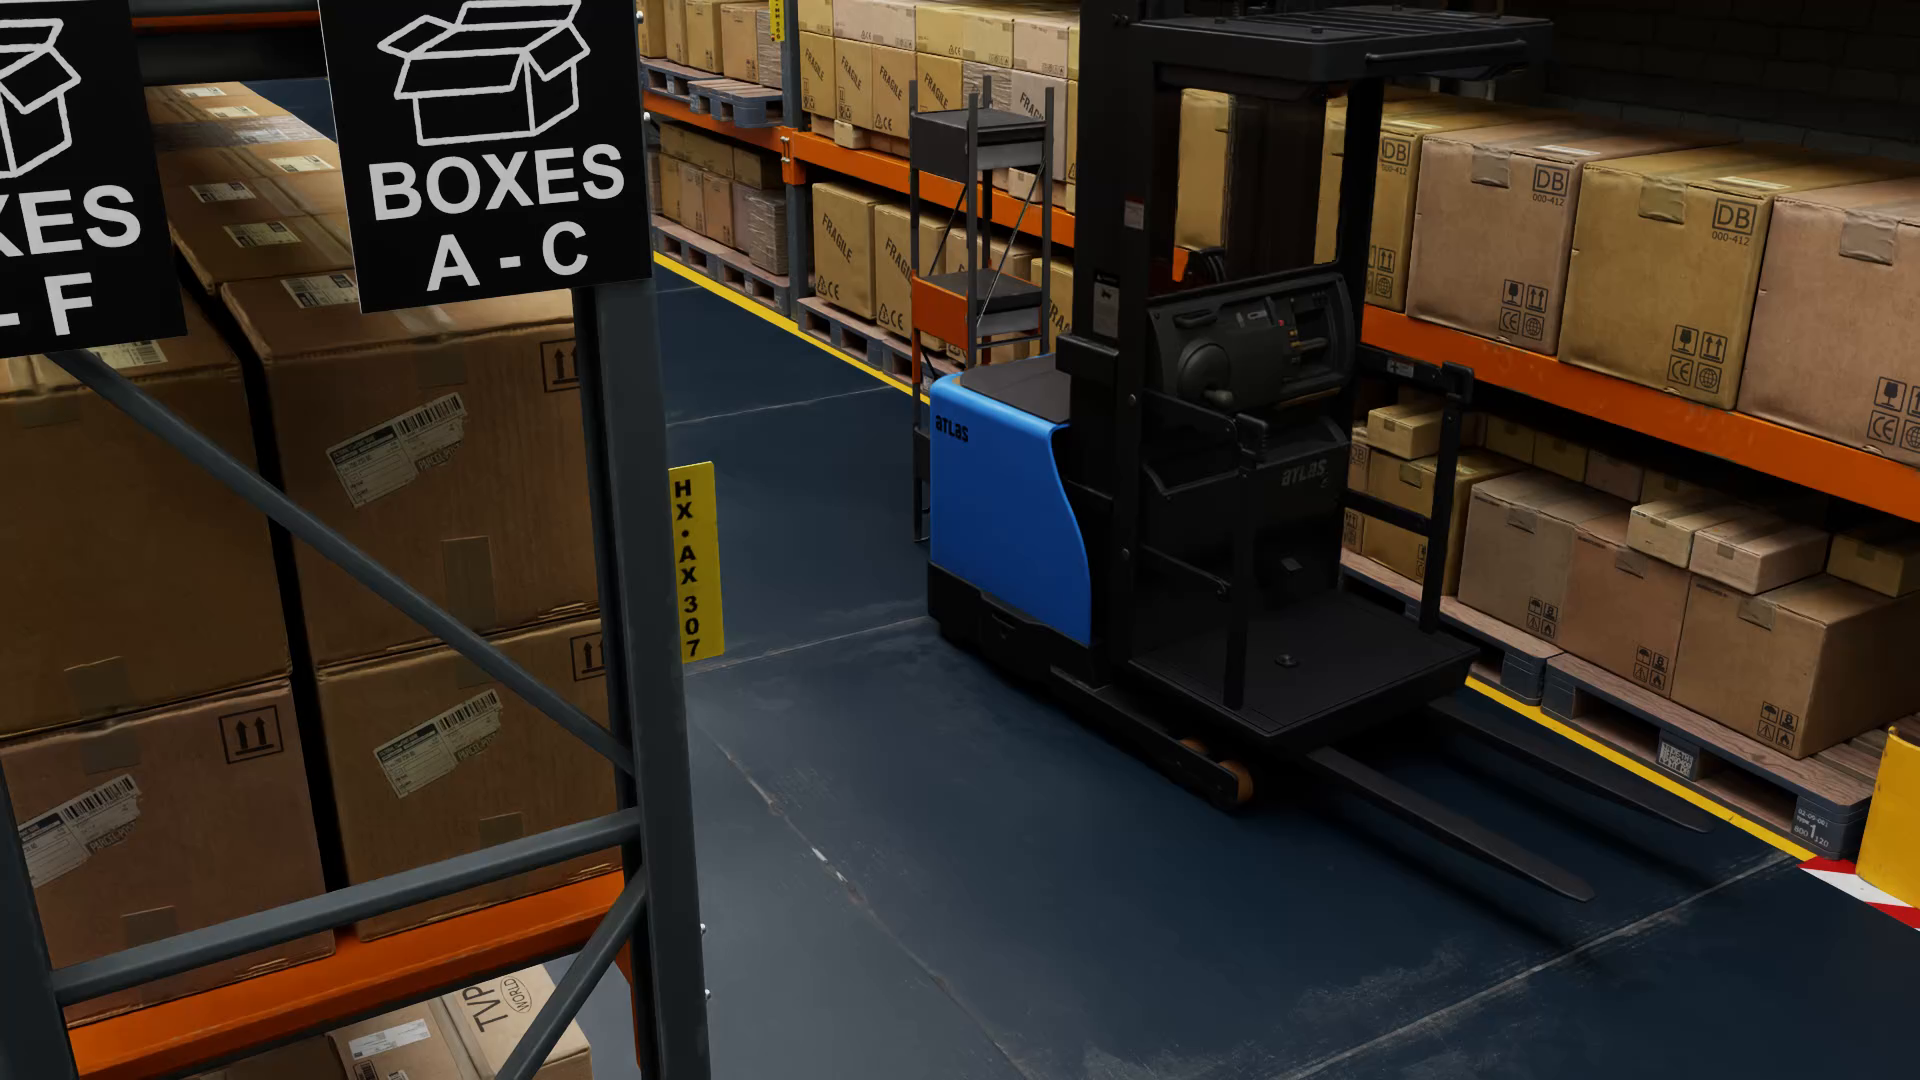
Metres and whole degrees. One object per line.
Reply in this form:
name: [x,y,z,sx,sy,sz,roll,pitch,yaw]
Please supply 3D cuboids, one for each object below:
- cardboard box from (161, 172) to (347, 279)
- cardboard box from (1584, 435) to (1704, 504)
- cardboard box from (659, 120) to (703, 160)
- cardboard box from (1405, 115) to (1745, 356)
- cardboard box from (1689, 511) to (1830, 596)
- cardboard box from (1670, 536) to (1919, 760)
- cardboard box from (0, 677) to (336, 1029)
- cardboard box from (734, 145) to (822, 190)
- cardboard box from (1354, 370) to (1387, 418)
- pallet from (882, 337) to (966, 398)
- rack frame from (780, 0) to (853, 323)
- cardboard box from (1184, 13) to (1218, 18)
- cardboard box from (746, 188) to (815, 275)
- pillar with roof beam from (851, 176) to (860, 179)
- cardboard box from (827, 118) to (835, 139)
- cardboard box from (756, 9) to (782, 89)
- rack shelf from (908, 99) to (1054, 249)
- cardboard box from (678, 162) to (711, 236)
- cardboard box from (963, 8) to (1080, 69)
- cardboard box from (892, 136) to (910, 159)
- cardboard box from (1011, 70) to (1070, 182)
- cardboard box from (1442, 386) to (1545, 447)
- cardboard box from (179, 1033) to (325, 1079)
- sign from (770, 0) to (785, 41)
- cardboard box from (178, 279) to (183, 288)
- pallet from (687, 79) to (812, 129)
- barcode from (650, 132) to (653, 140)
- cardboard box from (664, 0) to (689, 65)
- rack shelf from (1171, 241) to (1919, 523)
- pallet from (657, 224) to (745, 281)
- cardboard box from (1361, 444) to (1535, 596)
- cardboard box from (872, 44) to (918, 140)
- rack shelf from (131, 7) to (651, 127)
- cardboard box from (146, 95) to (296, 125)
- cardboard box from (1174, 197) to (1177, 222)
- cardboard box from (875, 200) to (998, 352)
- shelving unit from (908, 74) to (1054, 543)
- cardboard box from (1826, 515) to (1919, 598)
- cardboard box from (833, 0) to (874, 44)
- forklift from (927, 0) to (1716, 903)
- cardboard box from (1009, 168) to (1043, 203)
cardboard box: [-1.412,-0.489,3.570,0.500,0.500,0.500,-12,25,-28]
cardboard box: [2.644,-0.278,6.412,0.380,0.149,0.250,-12,25,-27]
cardboard box: [-2.142,-3.309,13.709,0.500,0.250,0.500,-13,26,-29]
cardboard box: [2.338,-1.193,6.364,0.980,0.700,0.700,-14,26,-31]
cardboard box: [2.704,0.041,5.628,0.380,0.149,0.250,-13,25,-29]
cardboard box: [2.926,0.348,5.735,0.700,0.500,0.500,-13,25,-28]
cardboard box: [-1.350,0.407,2.695,0.500,0.500,0.500,-12,25,-27]
cardboard box: [-1.367,-2.811,12.483,0.500,0.250,0.500,-12,25,-27]
cardboard box: [1.638,-0.633,7.285,0.380,0.149,0.250,-12,25,-26]
pallet: [0.240,-1.042,10.095,1.003,0.211,1.213,-13,25,-28]
rack frame: [-0.717,-2.998,11.204,1.000,3.000,0.127,-13,25,-28]
cardboard box: [1.042,-2.611,8.702,0.500,0.250,0.500,-12,25,-28]
cardboard box: [-1.130,-2.267,12.141,0.700,0.500,0.500,-12,25,-27]
pillar with roof beam: [-4.338,-5.537,9.482,9.100,9.000,0.400,-13,25,-28]
cardboard box: [-0.627,-2.657,10.671,0.380,0.149,0.250,-12,25,-28]
cardboard box: [-0.966,-3.399,11.472,0.700,0.500,0.500,-16,27,-34]
rack shelf: [0.085,-1.555,7.026,0.431,0.518,0.480,-13,25,-28]
cardboard box: [-1.837,-2.773,13.386,0.700,0.500,0.500,-12,25,-28]
cardboard box: [0.354,-2.679,8.868,0.500,0.250,0.500,-12,25,-27]
cardboard box: [-0.189,-2.414,10.075,0.380,0.149,0.250,-12,25,-27]
cardboard box: [0.605,-2.161,8.590,0.500,0.500,0.500,-12,25,-28]
cardboard box: [2.251,-0.526,7.023,0.380,0.149,0.250,-12,25,-28]
cardboard box: [-1.836,1.174,4.008,0.500,0.250,0.500,-13,25,-28]
sign: [-1.179,-3.390,10.737,0.100,0.325,0.005,-13,25,-28]
cardboard box: [-1.610,-0.219,2.905,0.500,0.500,0.500,-12,25,-27]
pallet: [-1.173,-3.120,11.757,1.213,0.211,1.003,-13,25,-28]
barcode: [-2.830,-3.708,15.261,0.001,0.075,0.075,-13,25,-28]
cardboard box: [-1.887,-3.982,12.909,0.700,0.500,0.500,-9,24,-21]
rack shelf: [2.348,-0.723,6.561,1.077,0.370,4.000,-13,25,-28]
pallet: [-1.734,-2.354,13.323,1.003,0.211,1.213,-13,25,-28]
cardboard box: [2.134,-0.148,6.955,0.700,0.500,0.500,-12,25,-27]
cardboard box: [-0.177,-2.653,9.800,0.500,0.500,0.500,-13,25,-28]
rack shelf: [-1.909,-1.158,3.649,1.077,0.370,4.000,-13,25,-28]
cardboard box: [-2.185,-0.980,4.777,0.500,0.500,0.500,-13,26,-29]
cardboard box: [0.910,-1.651,8.197,0.380,0.149,0.250,-12,25,-28]
cardboard box: [-0.012,-1.649,10.181,0.750,0.750,0.750,-13,25,-28]
shelving unit: [0.085,-0.919,7.284,0.431,2.100,0.503,-13,25,-28]
cardboard box: [3.162,0.049,5.608,0.380,0.149,0.250,-12,25,-28]
cardboard box: [-0.431,-3.169,10.073,0.500,0.250,0.500,-13,25,-29]
forklift: [1.141,-0.662,5.547,1.130,2.935,3.031,-15,27,-33]
cardboard box: [0.482,-1.895,8.797,0.380,0.149,0.250,-13,25,-28]
